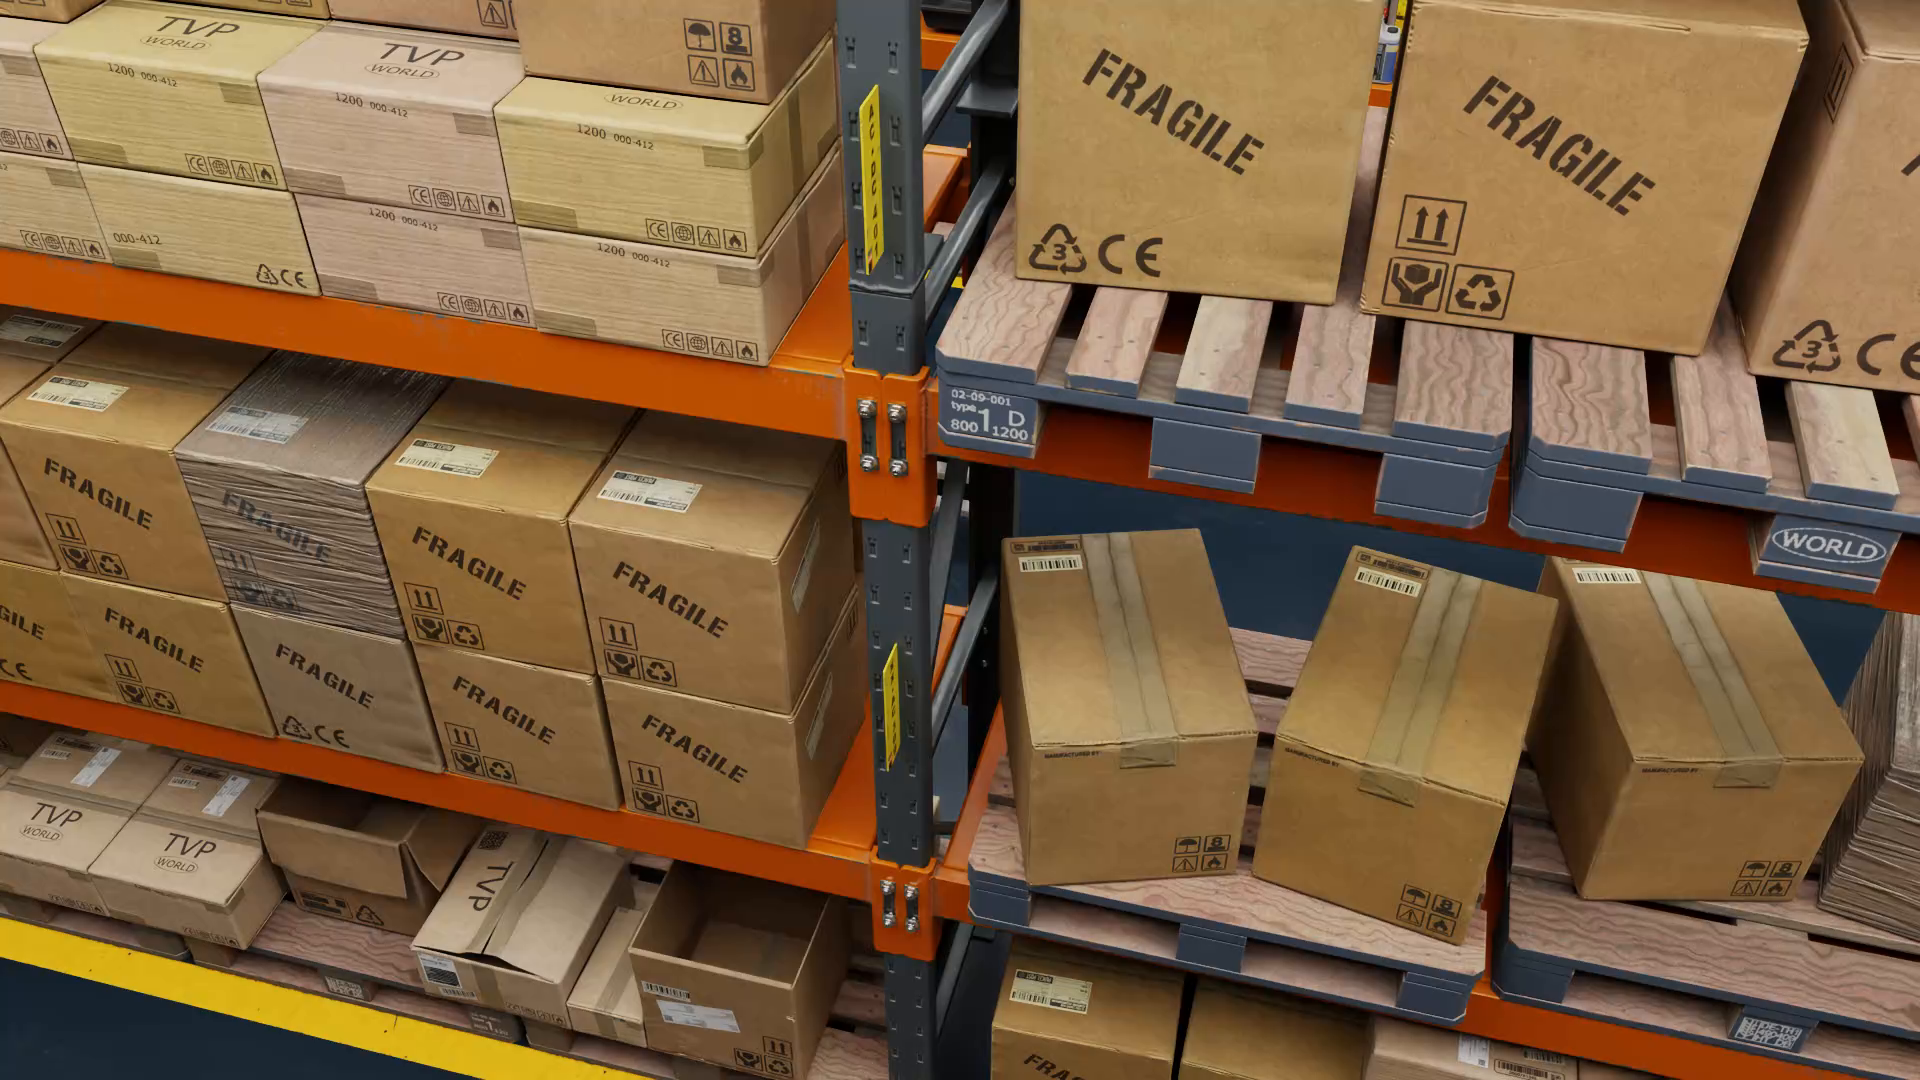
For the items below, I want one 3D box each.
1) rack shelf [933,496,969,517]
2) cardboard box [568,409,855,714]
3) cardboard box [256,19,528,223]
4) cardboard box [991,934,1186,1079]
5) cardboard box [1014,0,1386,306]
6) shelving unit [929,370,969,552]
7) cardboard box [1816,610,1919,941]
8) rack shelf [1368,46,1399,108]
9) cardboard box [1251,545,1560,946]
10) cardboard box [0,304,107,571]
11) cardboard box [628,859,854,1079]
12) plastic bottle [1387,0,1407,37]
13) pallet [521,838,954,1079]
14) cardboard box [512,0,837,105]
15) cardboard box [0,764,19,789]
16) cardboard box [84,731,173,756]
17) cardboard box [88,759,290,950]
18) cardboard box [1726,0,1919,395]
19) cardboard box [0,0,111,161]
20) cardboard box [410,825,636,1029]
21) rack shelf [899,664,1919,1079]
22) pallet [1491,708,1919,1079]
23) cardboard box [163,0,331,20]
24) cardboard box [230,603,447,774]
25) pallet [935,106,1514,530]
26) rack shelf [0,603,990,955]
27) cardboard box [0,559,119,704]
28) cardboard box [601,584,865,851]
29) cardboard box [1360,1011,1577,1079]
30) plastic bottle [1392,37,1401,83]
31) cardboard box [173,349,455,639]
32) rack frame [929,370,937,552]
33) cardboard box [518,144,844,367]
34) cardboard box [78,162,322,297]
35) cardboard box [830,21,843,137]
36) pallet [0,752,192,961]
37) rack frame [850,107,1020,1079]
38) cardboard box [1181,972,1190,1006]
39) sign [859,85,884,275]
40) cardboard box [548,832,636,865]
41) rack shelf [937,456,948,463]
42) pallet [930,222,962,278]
[{"bbox_3d":[-0.008,-0.183,7.099,0.200,0.077,0.258,10,41,11],"label":"rack shelf"},{"bbox_3d":[-0.577,0.032,4.025,0.500,0.500,0.500,10,41,12],"label":"cardboard box"},{"bbox_3d":[-1.043,-0.904,3.390,0.500,0.250,0.500,10,41,11],"label":"cardboard box"},{"bbox_3d":[0.383,1.396,4.856,0.500,0.500,0.500,8,41,9],"label":"cardboard box"},{"bbox_3d":[0.446,-0.881,3.152,0.600,0.600,0.600,6,40,7],"label":"cardboard box"},{"bbox_3d":[-0.008,-0.346,6.962,0.210,0.900,0.258,10,41,11],"label":"shelving unit"},{"bbox_3d":[2.371,0.536,3.875,0.500,0.500,0.700,17,43,20],"label":"cardboard box"},{"bbox_3d":[3.195,-2.093,7.969,4.000,0.370,1.077,10,41,11],"label":"rack shelf"},{"bbox_3d":[1.059,0.469,3.954,0.500,0.500,0.700,16,43,18],"label":"cardboard box"},{"bbox_3d":[-2.536,-0.304,4.425,0.500,0.500,0.500,10,41,12],"label":"cardboard box"},{"bbox_3d":[-0.645,1.246,5.035,0.500,0.500,0.500,10,41,11],"label":"cardboard box"},{"bbox_3d":[2.198,-2.643,8.103,0.185,0.351,0.144,10,41,11],"label":"plastic bottle"},{"bbox_3d":[-0.684,1.329,5.504,1.213,0.211,1.003,10,41,11],"label":"pallet"},{"bbox_3d":[-0.501,-1.251,3.220,0.500,0.500,0.700,10,41,11],"label":"cardboard box"},{"bbox_3d":[-3.328,0.952,5.645,0.250,0.166,0.380,10,41,11],"label":"cardboard box"},{"bbox_3d":[-2.928,0.688,5.959,0.250,0.166,0.380,10,41,11],"label":"cardboard box"},{"bbox_3d":[-2.467,1.028,5.489,0.500,0.250,0.500,10,41,11],"label":"cardboard box"},{"bbox_3d":[1.736,-0.661,2.890,0.600,0.600,0.600,8,41,10],"label":"cardboard box"},{"bbox_3d":[-2.008,-1.072,3.590,0.500,0.250,0.500,10,41,11],"label":"cardboard box"},{"bbox_3d":[-1.369,1.194,5.245,0.500,0.311,0.500,10,41,11],"label":"cardboard box"},{"bbox_3d":[1.911,0.984,4.306,4.000,0.370,1.077,10,41,11],"label":"rack shelf"},{"bbox_3d":[1.963,0.794,4.122,1.213,0.211,1.003,10,41,11],"label":"pallet"},{"bbox_3d":[-1.432,-1.502,3.518,0.500,0.500,0.700,10,41,11],"label":"cardboard box"},{"bbox_3d":[-1.566,0.245,4.548,0.500,0.500,0.500,11,41,12],"label":"cardboard box"},{"bbox_3d":[0.591,-0.549,3.385,1.003,0.211,1.213,10,41,11],"label":"pallet"},{"bbox_3d":[-1.953,0.319,5.097,4.000,0.370,1.077,10,41,11],"label":"rack shelf"},{"bbox_3d":[-2.541,0.078,4.747,0.500,0.500,0.500,10,41,11],"label":"cardboard box"},{"bbox_3d":[-0.570,0.414,4.347,0.500,0.500,0.500,10,41,12],"label":"cardboard box"},{"bbox_3d":[1.349,1.276,4.417,0.500,0.250,0.500,10,41,12],"label":"cardboard box"},{"bbox_3d":[2.070,-2.241,7.686,0.097,0.271,0.097,0,40,0],"label":"plastic bottle"},{"bbox_3d":[-1.559,-0.136,4.224,0.500,0.500,0.500,10,41,12],"label":"cardboard box"},{"bbox_3d":[-0.106,-0.363,6.982,0.006,0.900,0.240,10,41,11],"label":"rack frame"},{"bbox_3d":[-0.560,-0.631,3.453,0.500,0.250,0.500,10,41,11],"label":"cardboard box"},{"bbox_3d":[-1.525,-0.798,3.653,0.500,0.250,0.500,10,41,11],"label":"cardboard box"},{"bbox_3d":[-0.427,-1.142,3.673,0.500,0.250,0.500,10,41,11],"label":"cardboard box"},{"bbox_3d":[-3.041,0.923,5.987,1.213,0.211,1.003,10,41,11],"label":"pallet"},{"bbox_3d":[-0.021,0.376,4.470,0.127,3.000,1.000,10,41,11],"label":"rack frame"},{"bbox_3d":[0.530,1.069,5.247,0.500,0.500,0.500,10,41,11],"label":"cardboard box"},{"bbox_3d":[-0.154,-0.632,2.936,0.005,0.325,0.100,10,41,11],"label":"sign"},{"bbox_3d":[-1.209,0.951,5.647,0.250,0.166,0.380,10,41,11],"label":"cardboard box"},{"bbox_3d":[-0.008,-0.389,6.926,0.200,0.077,0.258,10,41,11],"label":"rack shelf"},{"bbox_3d":[0.543,-1.731,9.147,1.213,0.211,1.003,10,41,11],"label":"pallet"}]
